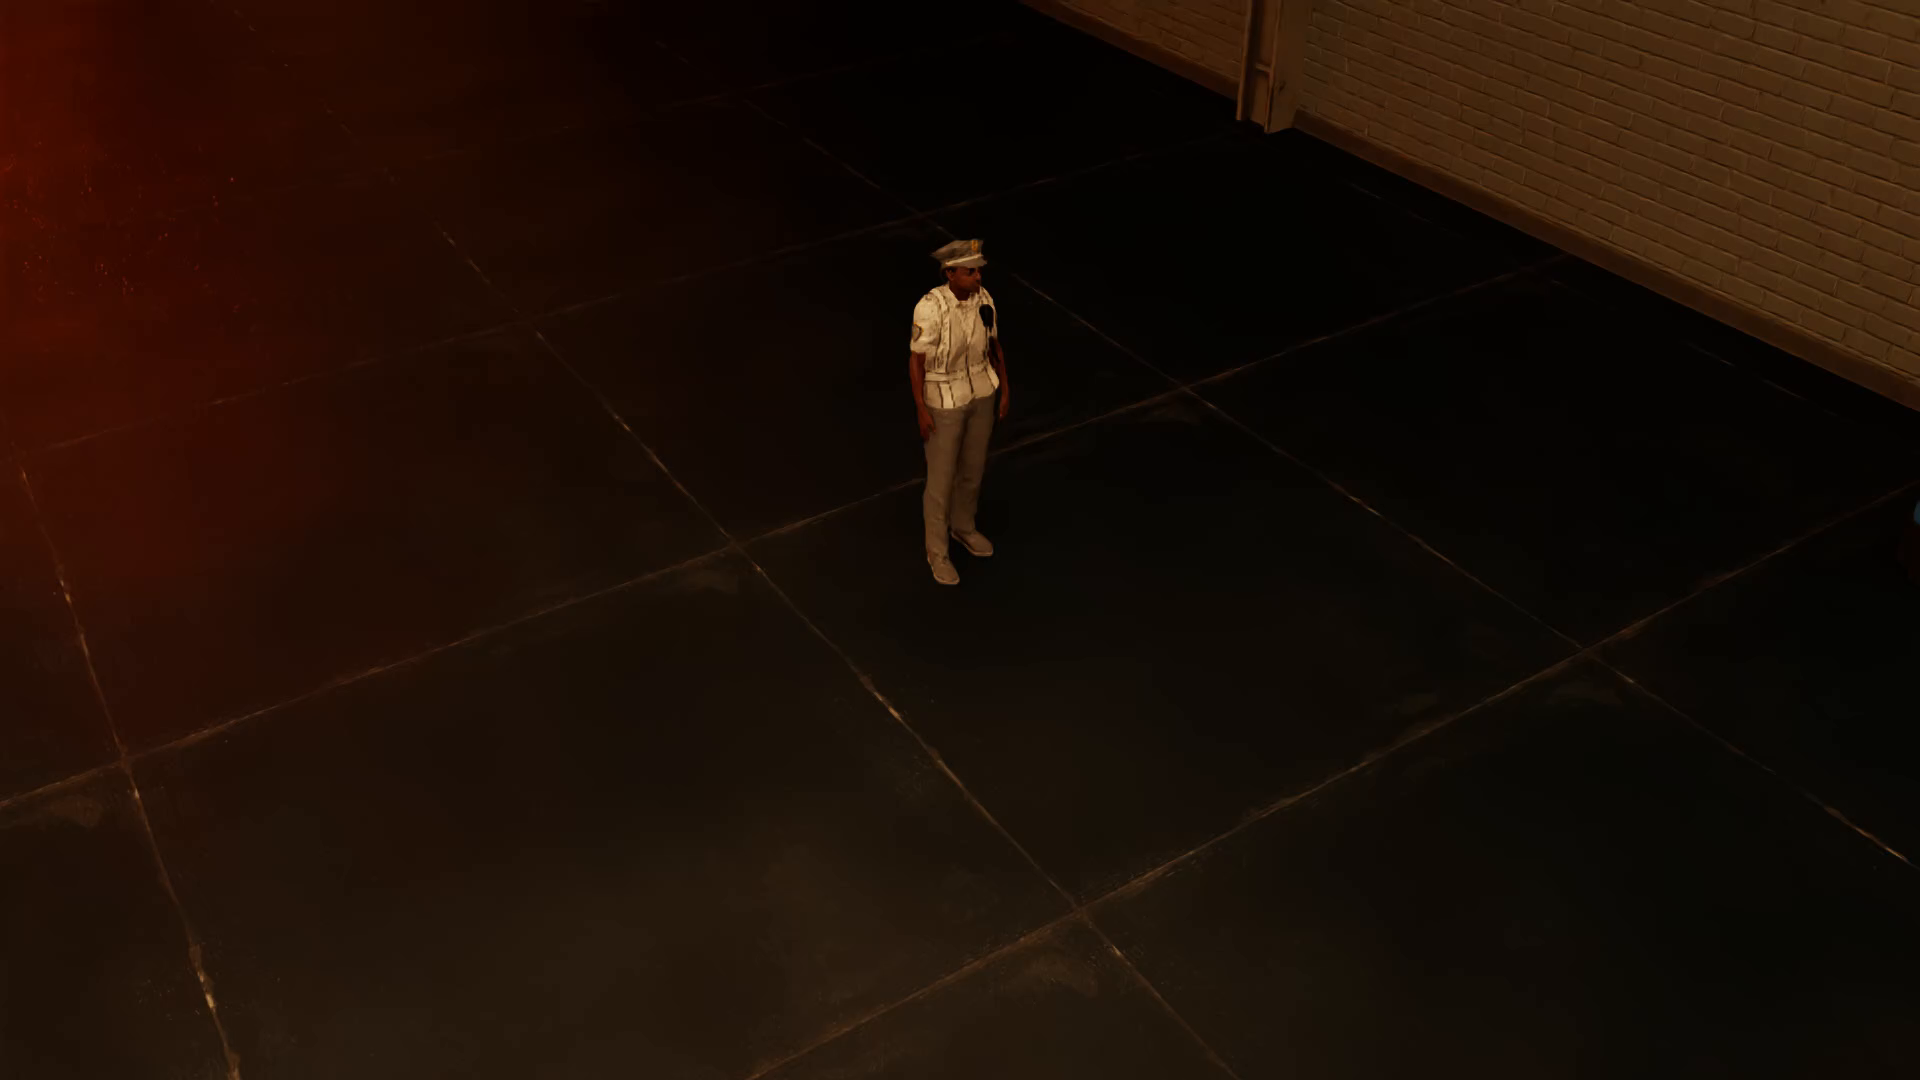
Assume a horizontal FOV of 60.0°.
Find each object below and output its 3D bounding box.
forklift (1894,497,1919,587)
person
[{"bbox_3d":[5.576,-0.308,6.586,1.130,2.935,3.031,-8,36,-11],"label":"forklift"},{"bbox_3d":[0.025,-0.658,8.145,0.570,1.695,0.529,-21,40,-27],"label":"person"}]
